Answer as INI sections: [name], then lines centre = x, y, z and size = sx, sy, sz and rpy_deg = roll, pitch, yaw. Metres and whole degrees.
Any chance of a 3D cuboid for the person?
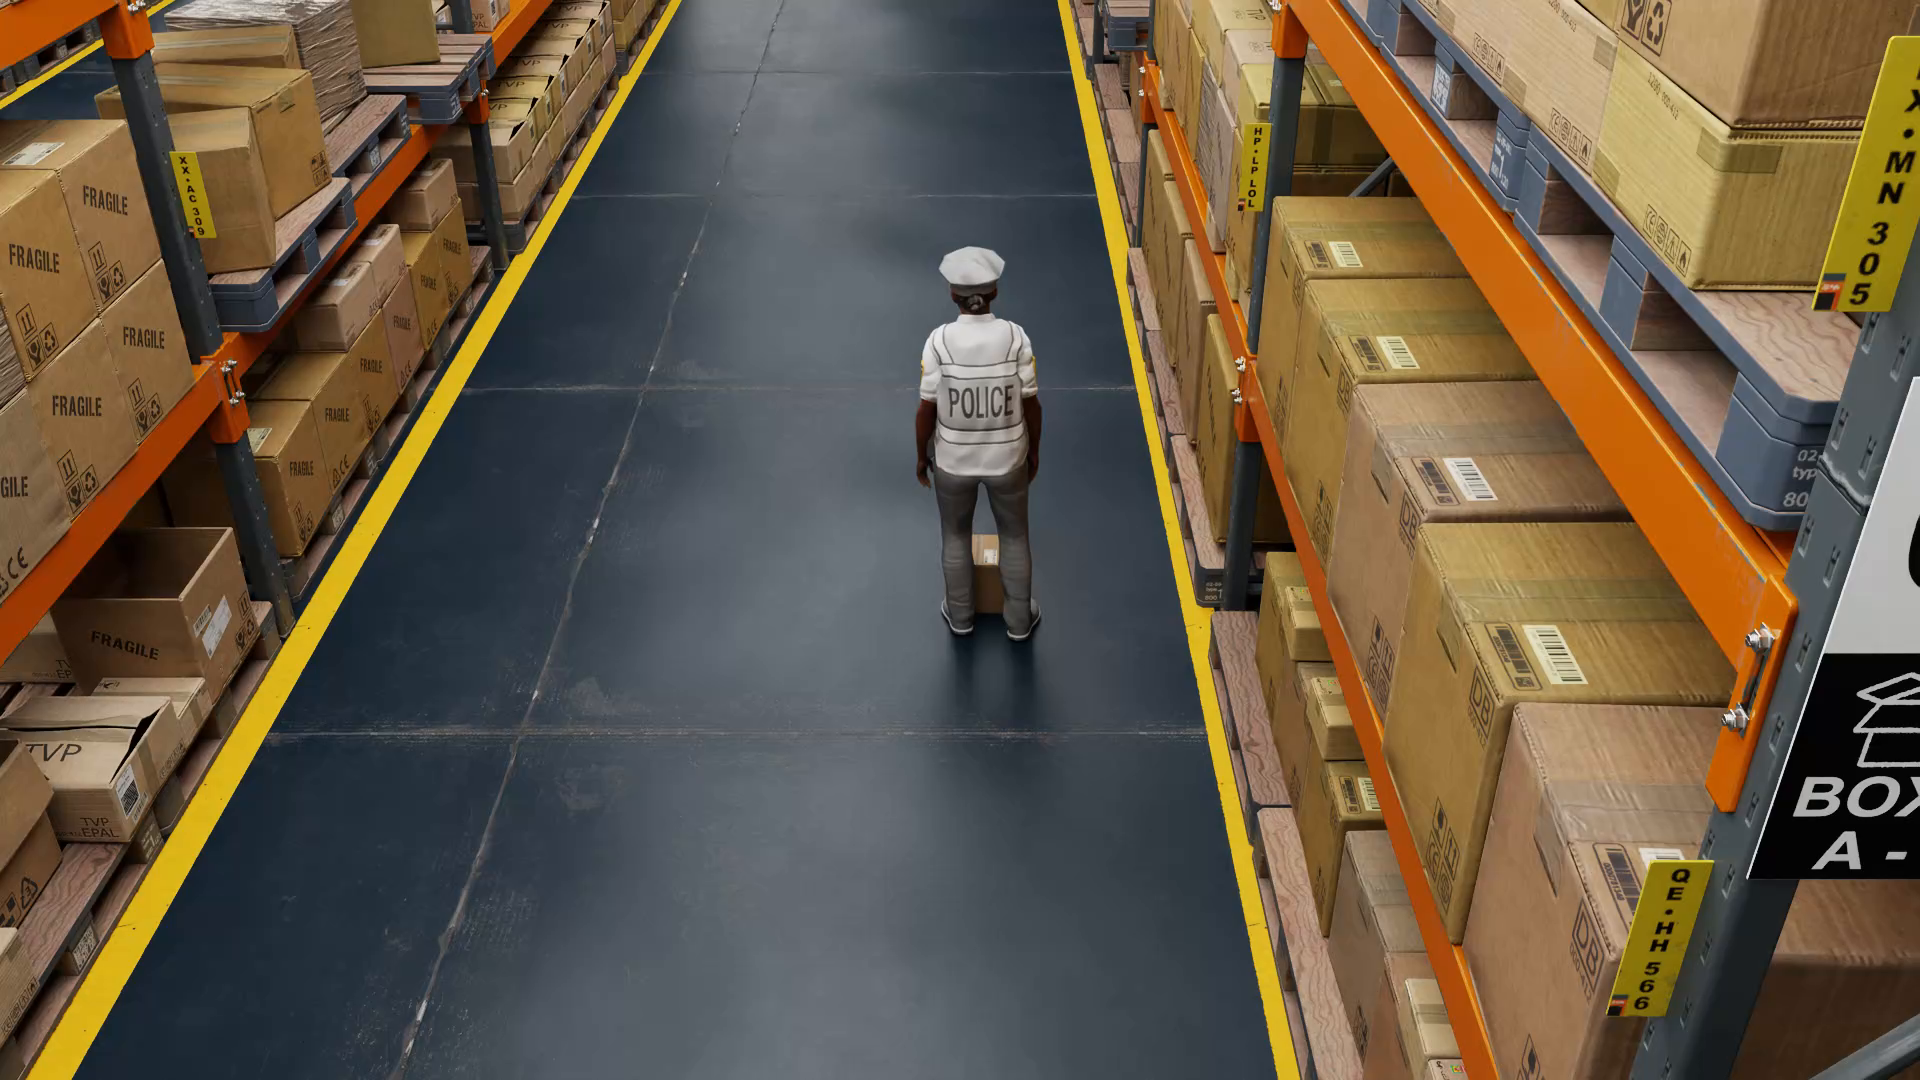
[person]
centre = 0.087, -0.339, 6.680
size = 0.530, 1.664, 0.419
rpy_deg = -2, 32, -3
